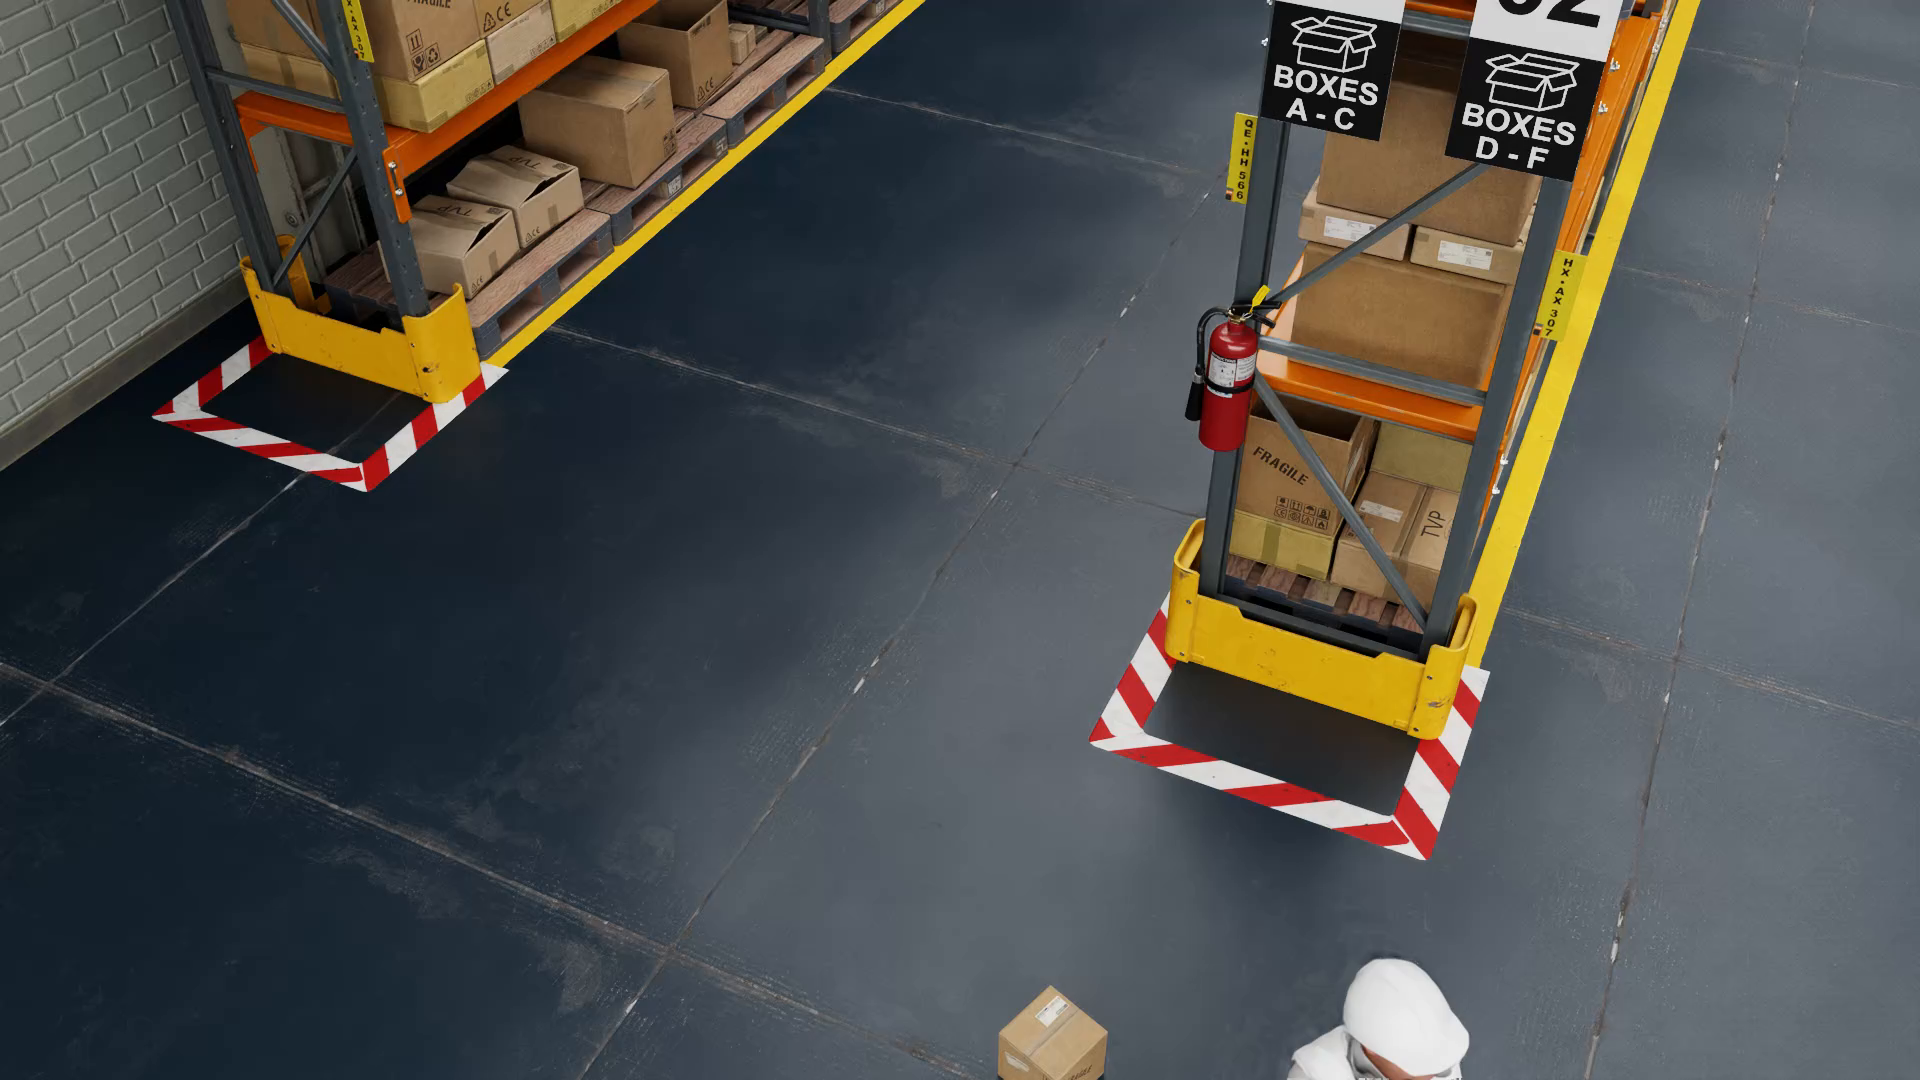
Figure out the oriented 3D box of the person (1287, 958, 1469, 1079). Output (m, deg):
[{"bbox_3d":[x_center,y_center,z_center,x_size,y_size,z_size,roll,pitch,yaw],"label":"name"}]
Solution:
[{"bbox_3d":[1.023,1.665,4.264,0.547,1.809,0.487,-16,44,-17],"label":"person"}]
